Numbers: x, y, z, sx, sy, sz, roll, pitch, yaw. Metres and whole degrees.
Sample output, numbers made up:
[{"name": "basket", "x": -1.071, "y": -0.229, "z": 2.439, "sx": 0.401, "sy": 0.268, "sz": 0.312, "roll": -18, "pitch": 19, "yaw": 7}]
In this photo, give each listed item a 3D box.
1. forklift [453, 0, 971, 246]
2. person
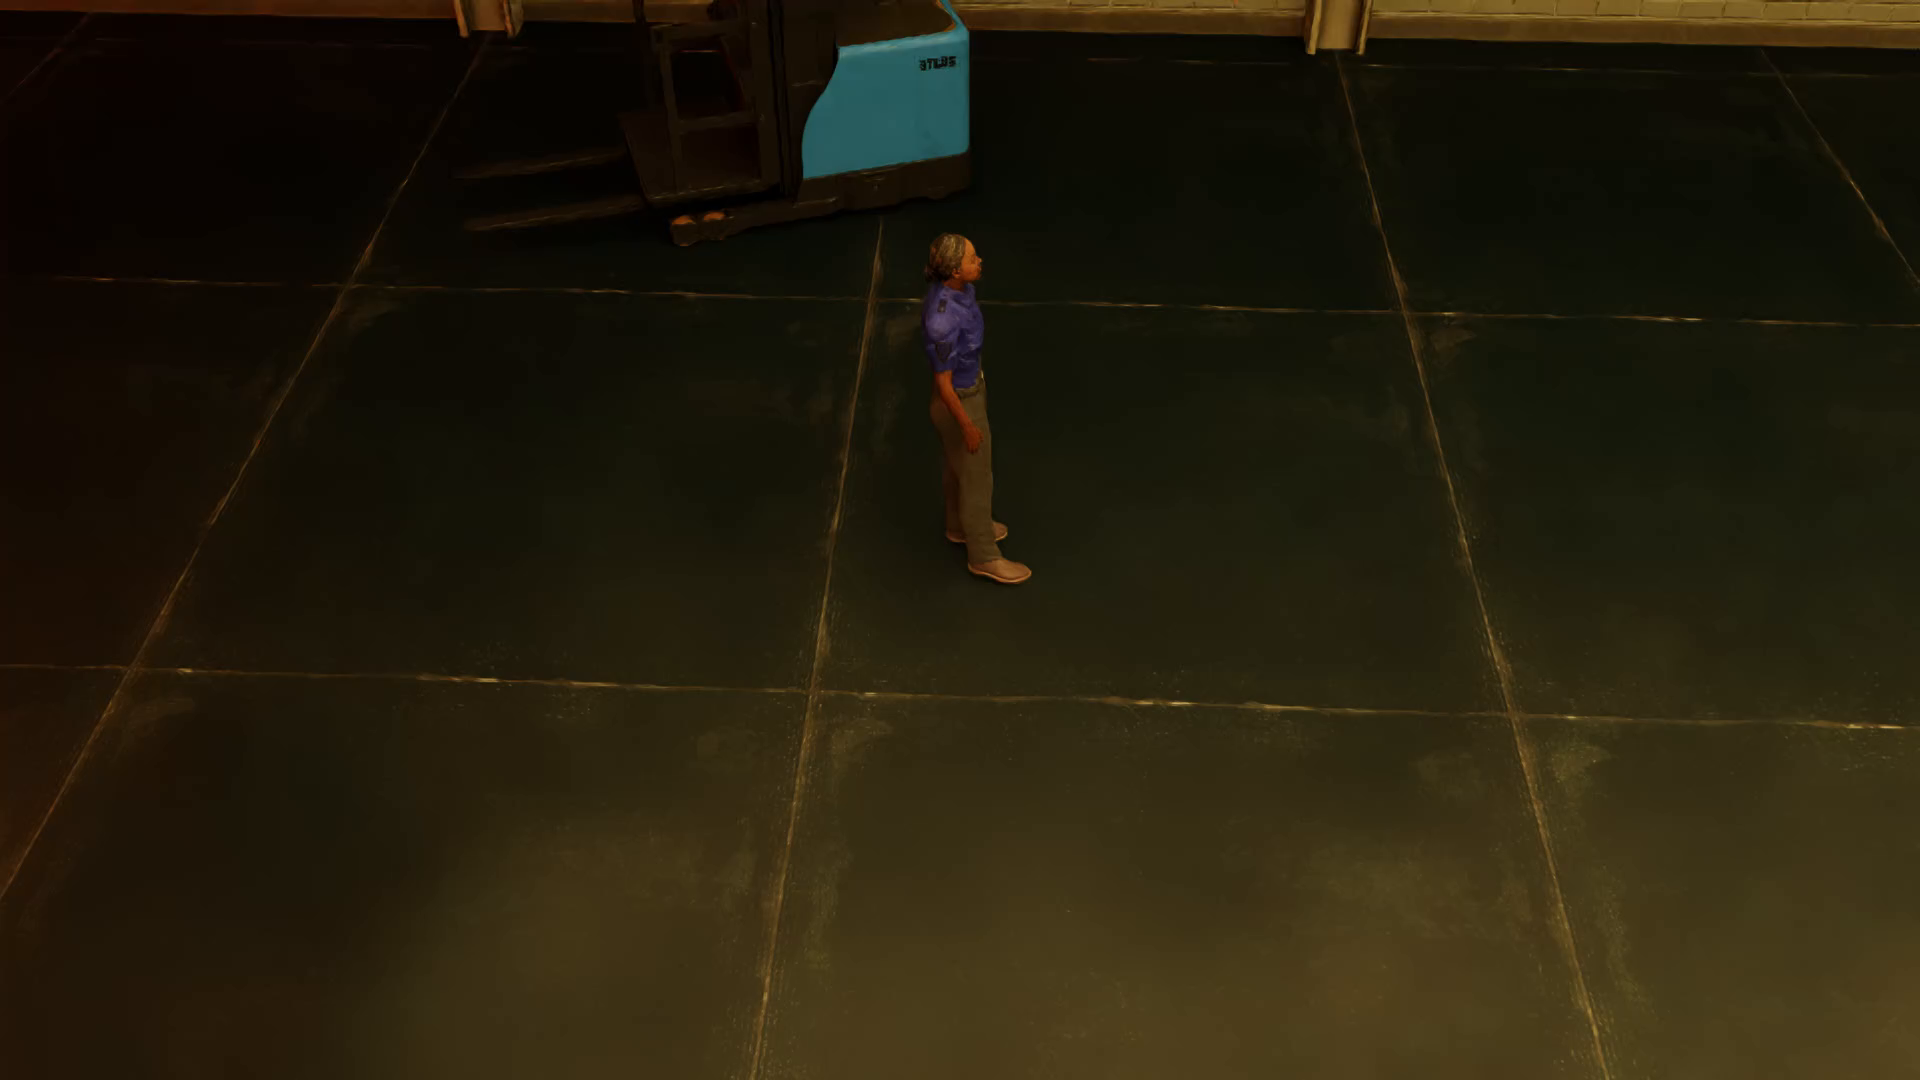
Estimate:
[{"name": "forklift", "x": -1.506, "y": -3.218, "z": 9.267, "sx": 3.031, "sy": 2.935, "sz": 1.130, "roll": -12, "pitch": 44, "yaw": -13}, {"name": "person", "x": 0.087, "y": -0.599, "z": 7.335, "sx": 0.503, "sy": 1.654, "sz": 0.568, "roll": 2, "pitch": 42, "yaw": 2}]
